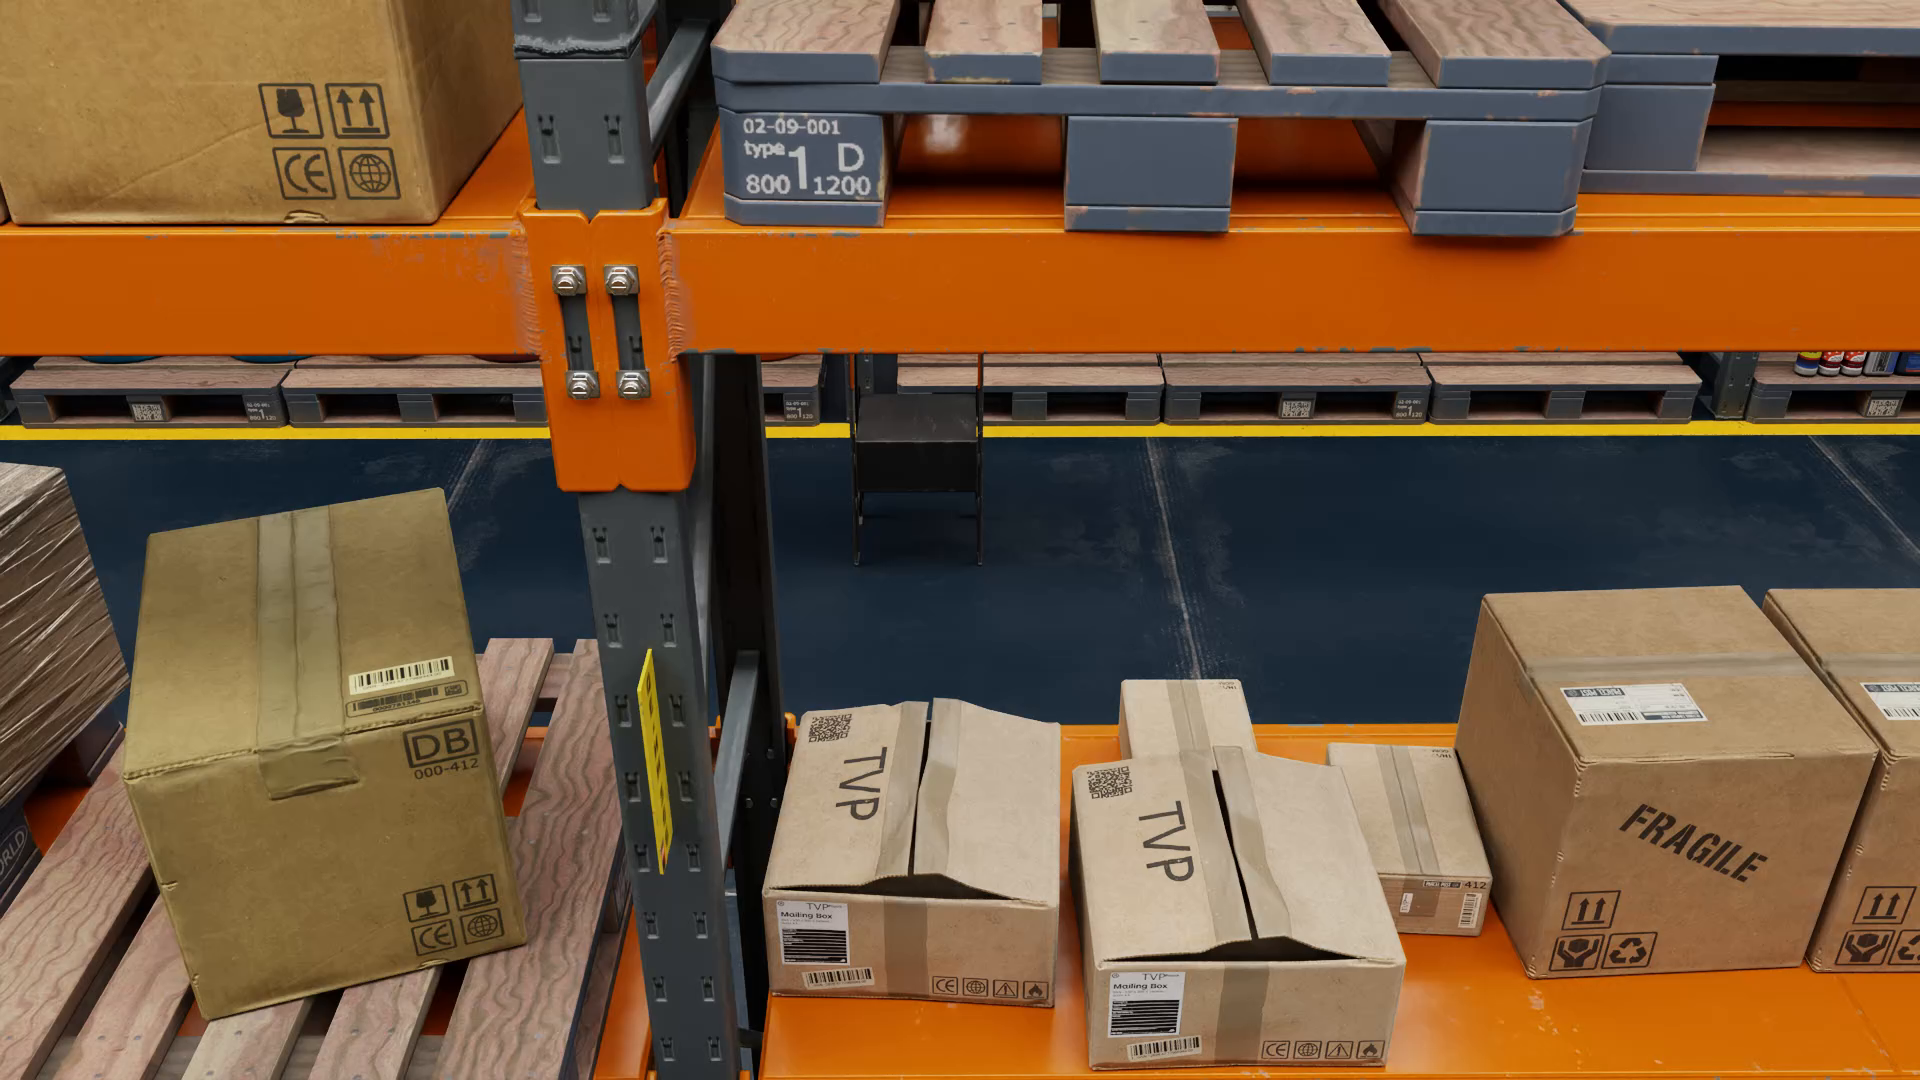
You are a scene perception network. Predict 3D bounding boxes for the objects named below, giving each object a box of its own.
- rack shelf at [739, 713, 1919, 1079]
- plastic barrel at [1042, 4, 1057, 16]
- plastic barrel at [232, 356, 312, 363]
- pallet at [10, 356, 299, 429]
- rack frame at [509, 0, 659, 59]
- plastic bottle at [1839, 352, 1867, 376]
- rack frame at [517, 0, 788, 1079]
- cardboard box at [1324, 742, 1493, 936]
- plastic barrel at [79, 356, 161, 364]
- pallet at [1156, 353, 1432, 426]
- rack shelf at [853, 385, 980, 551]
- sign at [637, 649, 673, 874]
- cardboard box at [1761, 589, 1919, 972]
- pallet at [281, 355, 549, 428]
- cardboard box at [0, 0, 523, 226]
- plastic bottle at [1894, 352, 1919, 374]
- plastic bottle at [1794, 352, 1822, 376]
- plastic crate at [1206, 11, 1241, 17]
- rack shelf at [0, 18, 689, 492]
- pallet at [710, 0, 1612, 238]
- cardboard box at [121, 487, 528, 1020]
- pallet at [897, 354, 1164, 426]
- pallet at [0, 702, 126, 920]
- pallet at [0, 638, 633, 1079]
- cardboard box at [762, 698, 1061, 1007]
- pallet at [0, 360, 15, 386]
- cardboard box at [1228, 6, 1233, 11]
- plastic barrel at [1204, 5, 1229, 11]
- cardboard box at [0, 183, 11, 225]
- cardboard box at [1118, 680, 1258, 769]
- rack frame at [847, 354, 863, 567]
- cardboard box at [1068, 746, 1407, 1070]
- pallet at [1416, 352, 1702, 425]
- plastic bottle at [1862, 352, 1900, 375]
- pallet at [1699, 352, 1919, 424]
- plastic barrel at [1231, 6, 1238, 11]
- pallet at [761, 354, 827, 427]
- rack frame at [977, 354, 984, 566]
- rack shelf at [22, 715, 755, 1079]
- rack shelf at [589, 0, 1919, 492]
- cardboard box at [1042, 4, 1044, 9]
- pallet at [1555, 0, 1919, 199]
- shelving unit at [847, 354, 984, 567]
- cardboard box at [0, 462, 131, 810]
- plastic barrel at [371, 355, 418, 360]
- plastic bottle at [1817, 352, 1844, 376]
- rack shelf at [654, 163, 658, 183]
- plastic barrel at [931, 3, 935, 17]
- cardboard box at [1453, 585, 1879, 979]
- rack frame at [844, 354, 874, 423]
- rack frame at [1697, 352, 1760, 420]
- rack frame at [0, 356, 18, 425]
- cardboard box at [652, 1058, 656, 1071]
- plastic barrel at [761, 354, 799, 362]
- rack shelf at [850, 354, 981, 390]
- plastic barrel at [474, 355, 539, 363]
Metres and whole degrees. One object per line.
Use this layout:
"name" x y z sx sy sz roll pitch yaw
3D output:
"rack shelf" 1.566 0.791 3.249 4.000 0.370 1.077 0 31 0
"plastic barrel" 0.567 -2.242 7.445 0.421 0.512 0.421 0 31 0
"plastic barrel" -3.208 -1.345 7.693 0.708 0.901 0.600 0 31 0
"pallet" -3.688 -0.856 7.957 1.213 0.211 1.003 0 31 0
"rack frame" -0.434 -2.075 1.495 0.127 3.000 1.000 0 31 0
"plastic bottle" 4.064 -0.858 7.547 0.097 0.201 0.097 0 31 0
"rack frame" -0.434 0.489 3.052 0.127 3.000 1.000 0 31 0
"cardboard box" 0.841 0.564 3.171 0.250 0.149 0.380 2 31 3
"plastic barrel" -3.916 -1.343 7.689 0.708 0.901 0.600 0 31 0
"pallet" 1.532 -0.872 7.984 1.213 0.211 1.003 0 31 0
"rack shelf" -0.166 -0.287 6.575 0.480 0.518 0.431 0 31 0
"sign" -0.421 0.310 2.308 0.005 0.325 0.100 0 31 0
"cardboard box" 1.770 0.431 3.051 0.500 0.500 0.500 0 31 0
"pallet" -2.465 -0.861 7.966 1.213 0.211 1.003 0 31 0
"cardboard box" -0.870 -0.817 2.217 0.500 0.500 0.910 0 31 0
"plastic bottle" 4.349 -0.935 7.529 0.185 0.351 0.144 1 31 1
"plastic bottle" 3.861 -0.888 7.527 0.097 0.271 0.097 0 31 0
"plastic crate" 1.158 -1.954 7.017 0.583 0.464 0.402 0 31 0
"rack shelf" -2.434 -0.479 2.450 4.000 0.370 1.077 0 31 0
"pallet" 0.244 -0.761 2.402 1.003 0.211 1.213 1 31 2
"cardboard box" -1.063 0.328 2.817 0.500 0.500 0.700 -11 33 -17
"pallet" 0.315 -0.870 7.981 1.213 0.211 1.003 0 31 0
"pallet" -2.379 0.580 3.087 1.213 0.211 1.003 0 31 0
"pallet" -1.111 0.610 3.038 1.003 0.211 1.213 0 31 0
"cardboard box" -0.070 0.549 3.039 0.500 0.311 0.500 2 31 3
"pallet" -5.195 -0.853 7.952 1.213 0.211 1.003 0 31 0
"cardboard box" 1.859 -3.797 12.101 0.500 0.500 0.700 -3 31 -5
"plastic barrel" 0.988 -2.243 7.447 0.421 0.512 0.421 0 31 0
"cardboard box" -1.380 -0.815 2.214 0.500 0.500 0.910 0 31 0
"cardboard box" 0.464 0.451 3.358 0.250 0.149 0.380 0 31 0
"rack frame" -0.410 -0.896 6.203 0.015 2.100 0.400 0 31 0
"cardboard box" 0.461 0.625 2.914 0.500 0.311 0.500 -1 31 -1
"pallet" 2.755 -0.878 7.993 1.213 0.211 1.003 0 31 0
"plastic bottle" 4.184 -0.905 7.551 0.135 0.276 0.152 1 31 2
"pallet" 4.212 -0.881 7.998 1.213 0.211 1.003 0 31 0
"plastic barrel" 1.415 -2.258 7.448 0.433 0.535 0.433 0 31 0
"pallet" -1.248 -0.864 7.970 1.213 0.211 1.003 0 31 0
"rack frame" 0.078 -0.898 6.206 0.015 2.100 0.400 0 31 0
"rack shelf" -2.434 0.803 3.228 4.000 0.370 1.077 0 31 0
"rack shelf" 1.566 -0.492 2.470 4.000 0.370 1.077 0 31 0
"cardboard box" 0.734 -3.789 12.089 0.500 0.500 0.700 -3 31 -4
"pallet" 1.362 -0.766 2.411 1.213 0.211 1.003 1 31 2
"shelving unit" -0.166 -0.897 6.204 0.503 2.100 0.431 0 31 0
"cardboard box" -1.979 0.231 2.976 0.500 0.500 0.700 6 32 9
"plastic barrel" -2.643 -1.134 7.721 0.421 0.512 0.421 0 31 0
"plastic bottle" 3.963 -0.858 7.546 0.097 0.201 0.097 0 31 0
"rack shelf" -2.460 -1.766 7.463 4.000 0.370 1.077 0 31 0
"plastic barrel" 0.002 -2.297 7.513 0.708 0.536 0.600 0 31 0
"cardboard box" 1.244 0.433 3.048 0.500 0.500 0.500 -2 31 -3
"rack frame" -0.460 -2.080 7.286 0.127 3.000 1.000 0 31 0
"rack frame" 3.540 -2.092 7.307 0.127 3.000 1.000 0 31 0
"rack frame" -4.460 -2.067 7.266 0.127 3.000 1.000 0 31 0
"cardboard box" -0.891 1.223 3.828 0.500 0.500 0.500 1 31 2
"plastic barrel" -0.949 -1.321 7.723 0.708 0.830 0.600 0 31 0
"rack shelf" -0.166 -0.886 6.212 0.480 0.518 0.431 0 31 0
"plastic barrel" -2.079 -1.215 7.780 0.708 0.588 0.600 0 31 0
